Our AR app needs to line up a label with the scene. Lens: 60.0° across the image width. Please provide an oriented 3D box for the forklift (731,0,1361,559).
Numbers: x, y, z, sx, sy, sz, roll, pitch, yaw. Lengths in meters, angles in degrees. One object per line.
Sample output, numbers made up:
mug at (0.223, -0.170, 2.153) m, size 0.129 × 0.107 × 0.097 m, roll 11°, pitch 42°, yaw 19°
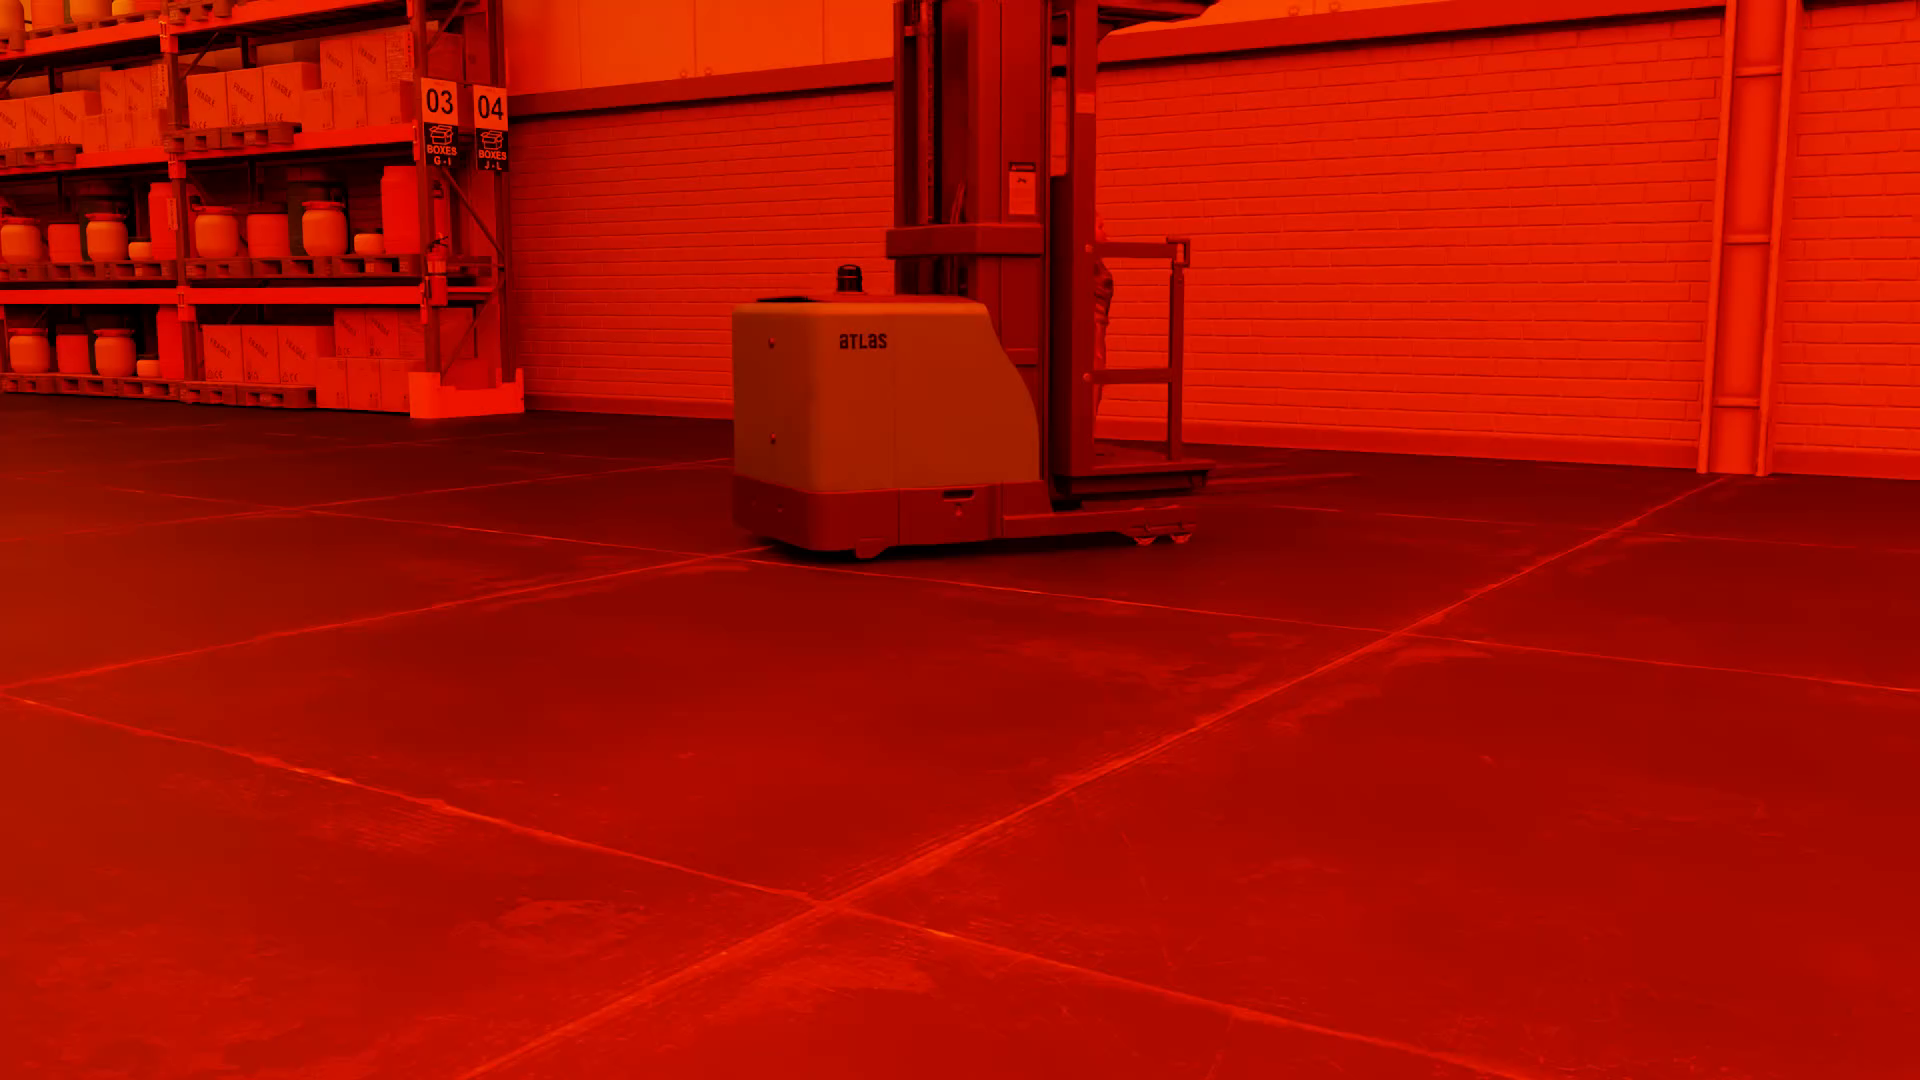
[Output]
forklift at (0.505, -1.494, 7.700) m, size 3.031 × 2.935 × 1.130 m, roll -4°, pitch 9°, yaw -28°

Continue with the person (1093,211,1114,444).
person at (0.831, -1.241, 10.464) m, size 0.339 × 1.660 × 0.451 m, roll 1°, pitch 8°, yaw 5°
